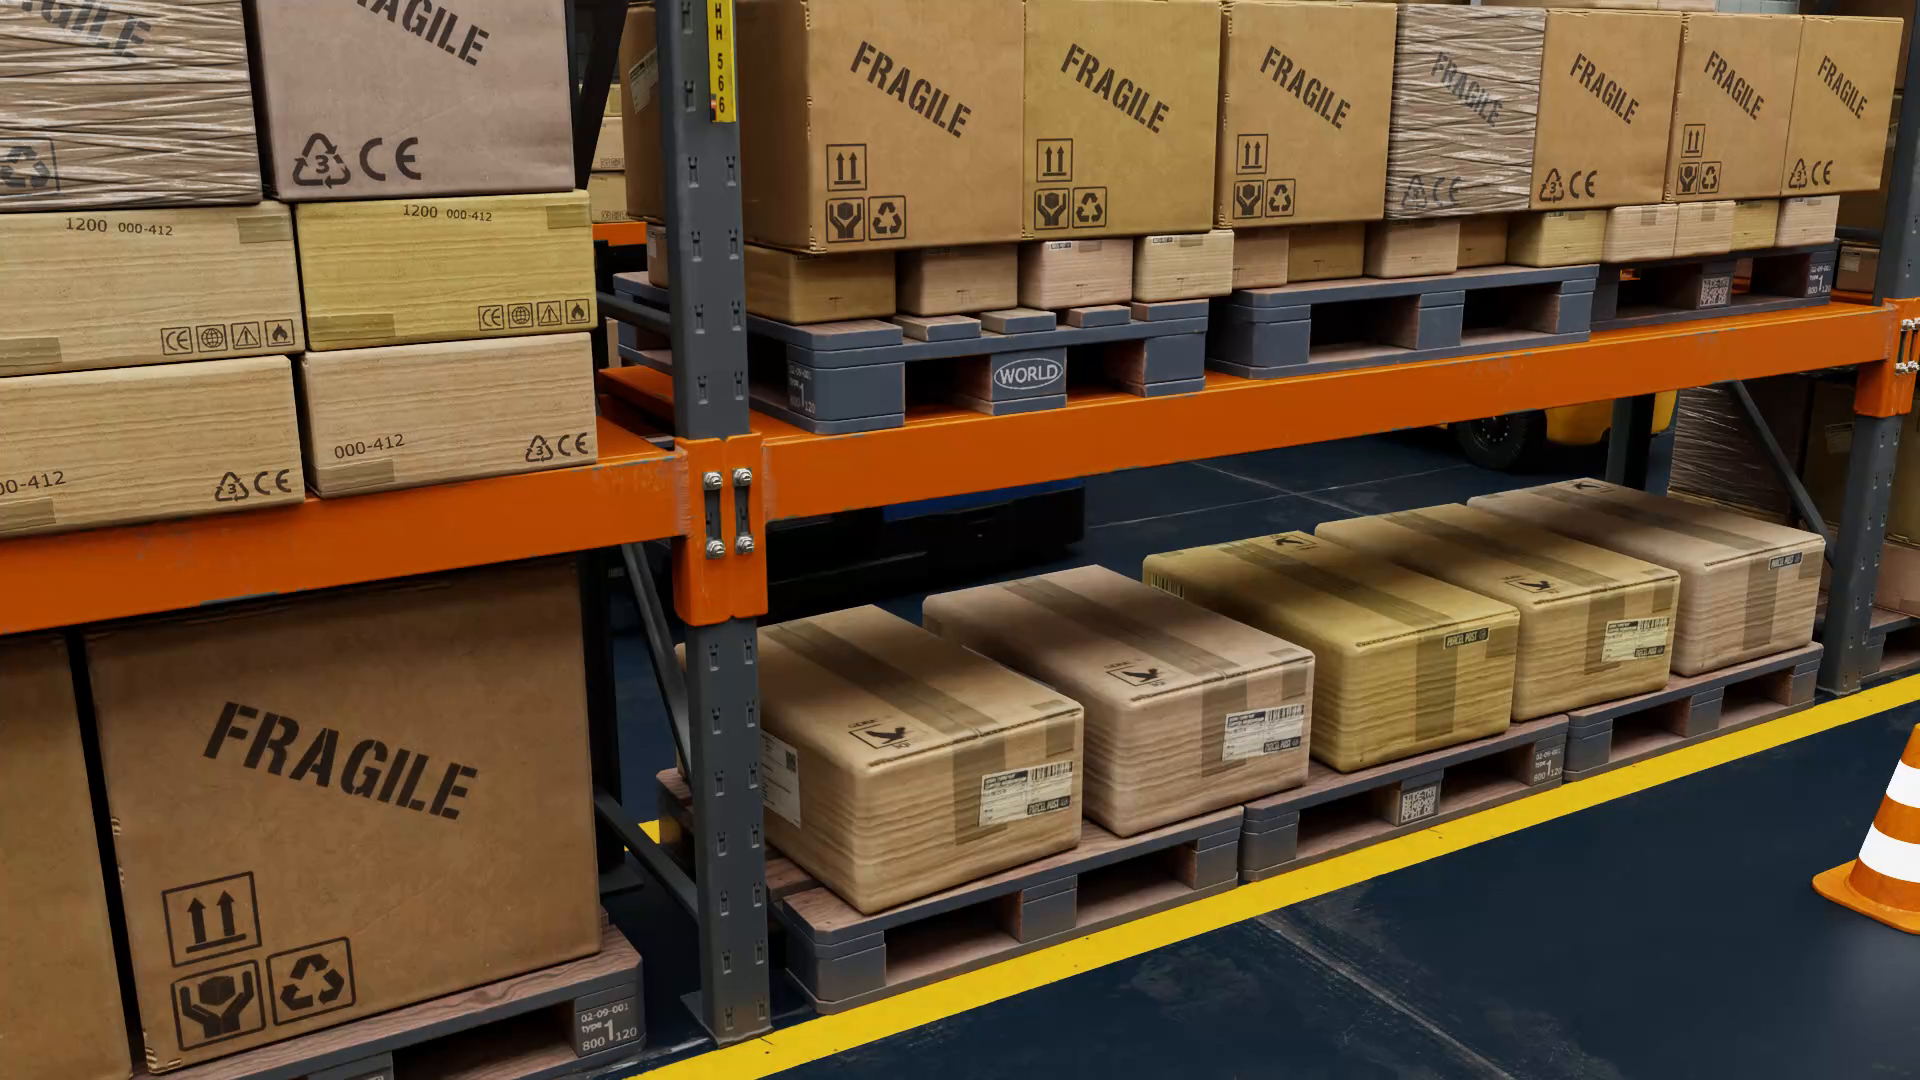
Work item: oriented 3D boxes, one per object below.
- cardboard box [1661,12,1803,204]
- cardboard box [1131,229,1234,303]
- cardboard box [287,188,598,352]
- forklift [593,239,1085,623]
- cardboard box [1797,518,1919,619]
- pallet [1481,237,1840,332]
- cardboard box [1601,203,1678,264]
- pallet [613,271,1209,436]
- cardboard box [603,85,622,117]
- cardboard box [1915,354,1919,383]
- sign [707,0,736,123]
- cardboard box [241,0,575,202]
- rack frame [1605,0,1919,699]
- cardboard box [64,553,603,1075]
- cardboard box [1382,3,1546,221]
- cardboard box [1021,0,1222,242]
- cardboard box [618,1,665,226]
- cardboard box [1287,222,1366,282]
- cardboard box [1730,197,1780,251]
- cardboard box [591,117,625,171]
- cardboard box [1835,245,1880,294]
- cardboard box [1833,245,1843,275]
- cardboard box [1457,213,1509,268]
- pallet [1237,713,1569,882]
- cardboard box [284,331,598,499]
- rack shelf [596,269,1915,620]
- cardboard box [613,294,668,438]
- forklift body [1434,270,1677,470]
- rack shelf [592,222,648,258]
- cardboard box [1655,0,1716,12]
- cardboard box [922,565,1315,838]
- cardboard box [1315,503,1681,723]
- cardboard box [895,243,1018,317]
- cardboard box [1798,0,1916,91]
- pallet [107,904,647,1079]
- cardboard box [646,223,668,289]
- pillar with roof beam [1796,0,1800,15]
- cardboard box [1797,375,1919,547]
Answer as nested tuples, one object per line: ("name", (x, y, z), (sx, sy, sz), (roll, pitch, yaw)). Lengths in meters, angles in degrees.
("cardboard box", (2.011, -1.246, 4.784), (0.500, 0.500, 0.500), (-9, 18, -29))
("cardboard box", (0.423, -0.659, 3.891), (0.250, 0.149, 0.380), (-9, 18, -29))
("cardboard box", (-1.000, -0.526, 3.079), (0.500, 0.250, 0.500), (-9, 18, -30))
("forklift", (-0.961, -1.228, 6.361), (3.031, 2.935, 1.130), (-11, 19, -34))
("cardboard box", (3.358, 0.063, 5.944), (0.500, 0.250, 0.500), (-10, 19, -32))
("pallet", (1.983, -0.874, 5.327), (1.213, 0.211, 1.003), (-9, 18, -30))
("cardboard box", (1.760, -0.872, 4.651), (0.250, 0.149, 0.380), (-9, 18, -29))
("pallet", (-0.160, -0.515, 4.043), (1.003, 0.211, 1.213), (-9, 18, -30))
("cardboard box", (-1.750, -2.150, 8.134), (0.250, 0.149, 0.380), (-9, 18, -29))
("cardboard box", (3.496, -0.614, 5.768), (0.250, 0.149, 0.380), (-9, 18, -29))
("sign", (-0.427, -0.913, 2.963), (0.005, 0.325, 0.100), (-9, 18, -30))
("cardboard box", (-1.024, -0.880, 2.955), (0.500, 0.500, 0.500), (-10, 18, -31))
("rack frame", (2.713, -1.039, 5.560), (0.127, 3.000, 1.000), (-9, 18, -30))
("cardboard box", (-1.351, 0.414, 3.532), (0.875, 0.875, 0.875), (-9, 18, -30))
("cardboard box", (1.116, -1.103, 4.273), (0.500, 0.500, 0.500), (-10, 19, -32))
("cardboard box", (0.232, -0.960, 3.762), (0.500, 0.500, 0.500), (-8, 18, -27))
("cardboard box", (-0.469, -1.004, 3.921), (0.500, 0.500, 0.500), (-10, 18, -31))
("cardboard box", (0.811, -0.759, 4.247), (0.250, 0.149, 0.380), (-8, 18, -28))
("cardboard box", (2.179, -0.952, 4.938), (0.250, 0.149, 0.380), (-10, 18, -31))
("cardboard box", (-1.882, -1.943, 8.134), (0.500, 0.250, 0.500), (-10, 18, -31))
("cardboard box", (3.148, -0.888, 5.485), (0.250, 0.149, 0.380), (-9, 18, -30))
("cardboard box", (3.042, -1.070, 6.134), (0.250, 0.149, 0.380), (-9, 18, -28))
("cardboard box", (1.253, -0.834, 4.514), (0.250, 0.149, 0.380), (-10, 18, -32))
("pallet", (0.999, 0.583, 4.940), (1.213, 0.211, 1.003), (-9, 18, -30))
("cardboard box", (-1.016, -0.281, 3.131), (0.500, 0.250, 0.500), (-10, 18, -32))
("rack shelf", (0.998, -0.415, 4.665), (4.000, 0.370, 1.077), (-9, 18, -30))
("cardboard box", (-1.601, -0.960, 8.898), (0.625, 0.625, 0.875), (-10, 19, -32))
("forklift body", (2.896, -1.649, 9.307), (1.214, 2.155, 2.313), (-9, 18, -30))
("rack shelf", (-1.561, -1.563, 8.760), (4.000, 0.370, 1.077), (-9, 18, -30))
("cardboard box", (1.849, -1.530, 4.594), (0.250, 0.149, 0.380), (-10, 18, -31))
("cardboard box", (0.402, 0.399, 4.519), (0.625, 0.372, 0.950), (-10, 18, -31))
("cardboard box", (1.650, 0.198, 5.236), (0.625, 0.372, 0.950), (-8, 18, -26))
("cardboard box", (-0.082, -0.598, 3.674), (0.250, 0.149, 0.380), (-11, 19, -33))
("cardboard box", (3.202, -1.723, 5.410), (0.500, 0.500, 0.700), (-9, 18, -30))
("pallet", (-1.431, 0.952, 3.624), (1.213, 0.211, 1.003), (-9, 18, -30))
("cardboard box", (-0.556, -0.664, 3.910), (0.250, 0.149, 0.380), (-8, 18, -28))
("pillar with roof beam", (9.881, -5.582, 10.649), (0.400, 9.000, 9.100), (-9, 18, -30))
("cardboard box", (3.358, -0.298, 5.843), (0.500, 0.500, 0.500), (-8, 18, -27))
